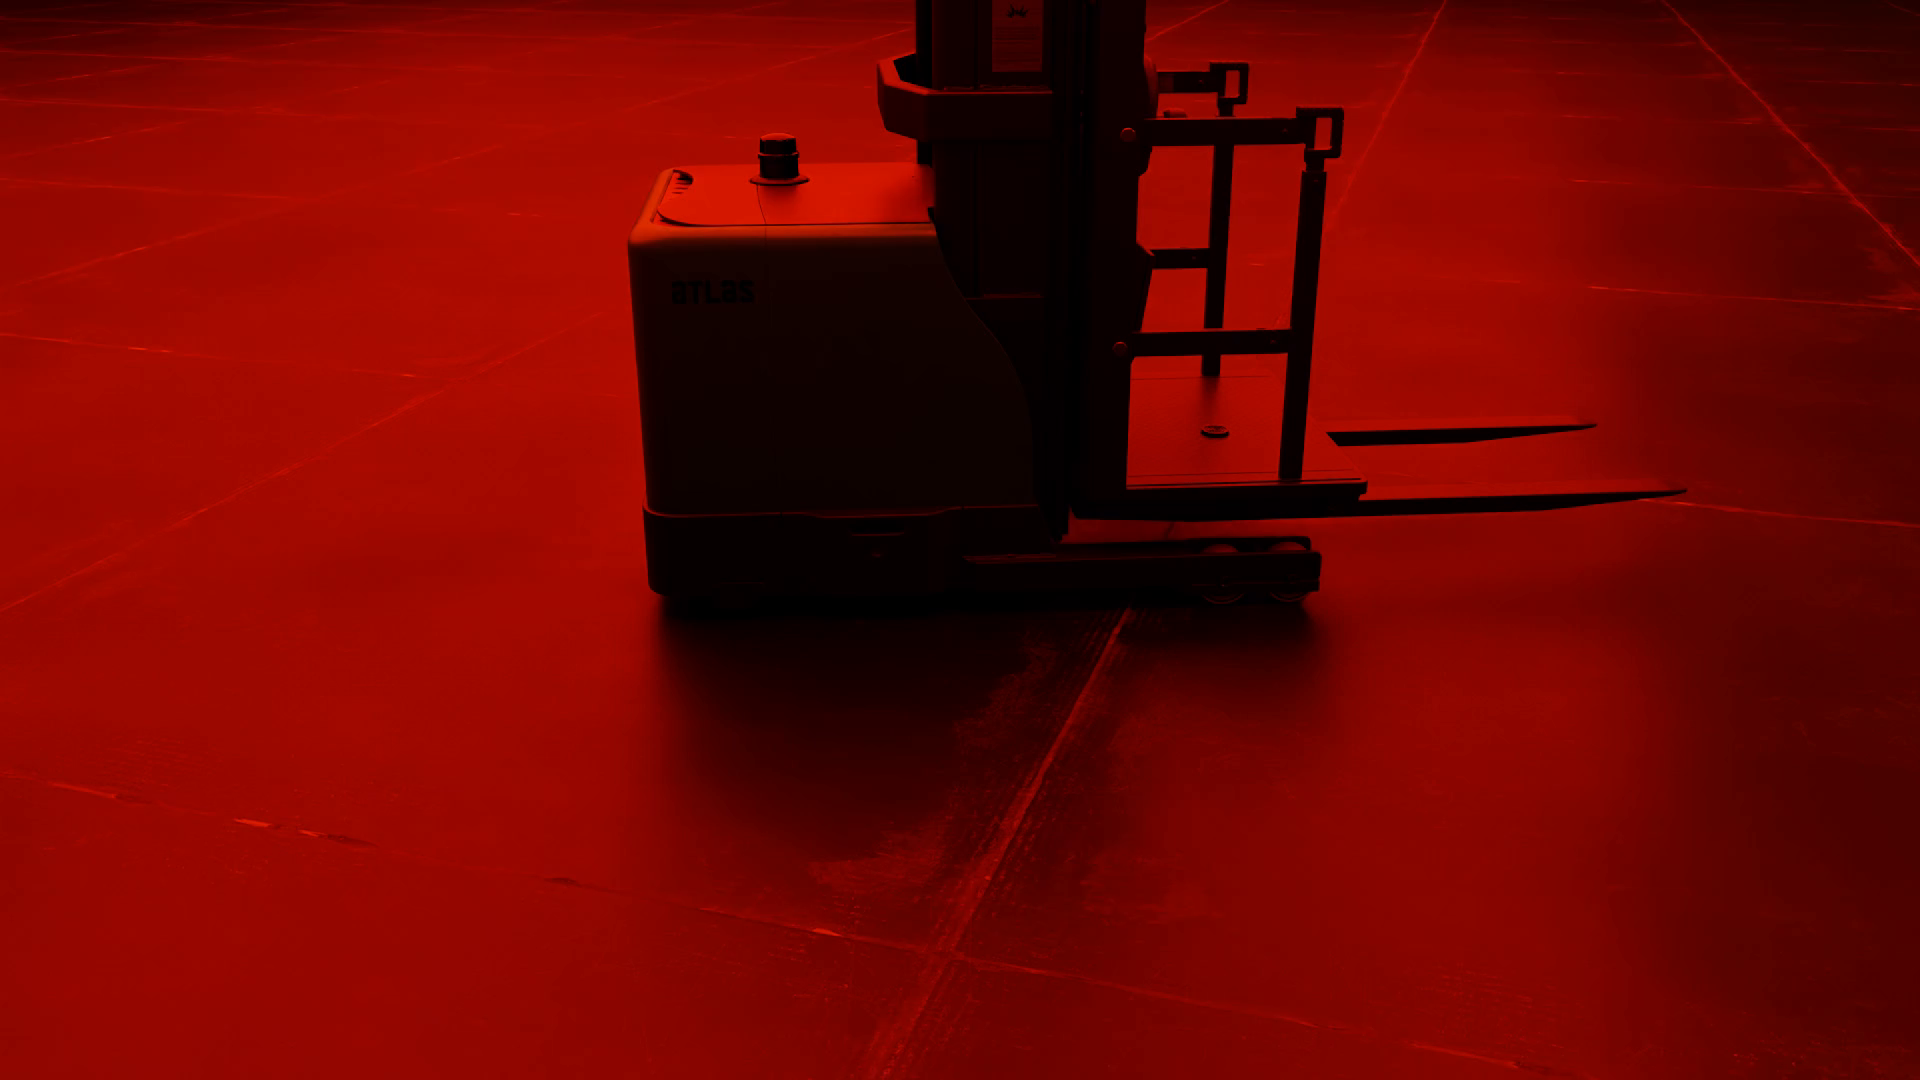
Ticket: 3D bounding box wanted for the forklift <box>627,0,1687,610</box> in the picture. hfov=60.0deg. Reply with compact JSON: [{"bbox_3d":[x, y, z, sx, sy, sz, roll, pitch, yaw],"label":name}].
[{"bbox_3d":[0.606,-1.374,4.608,3.031,2.935,1.130,-2,23,-4],"label":"forklift"}]
